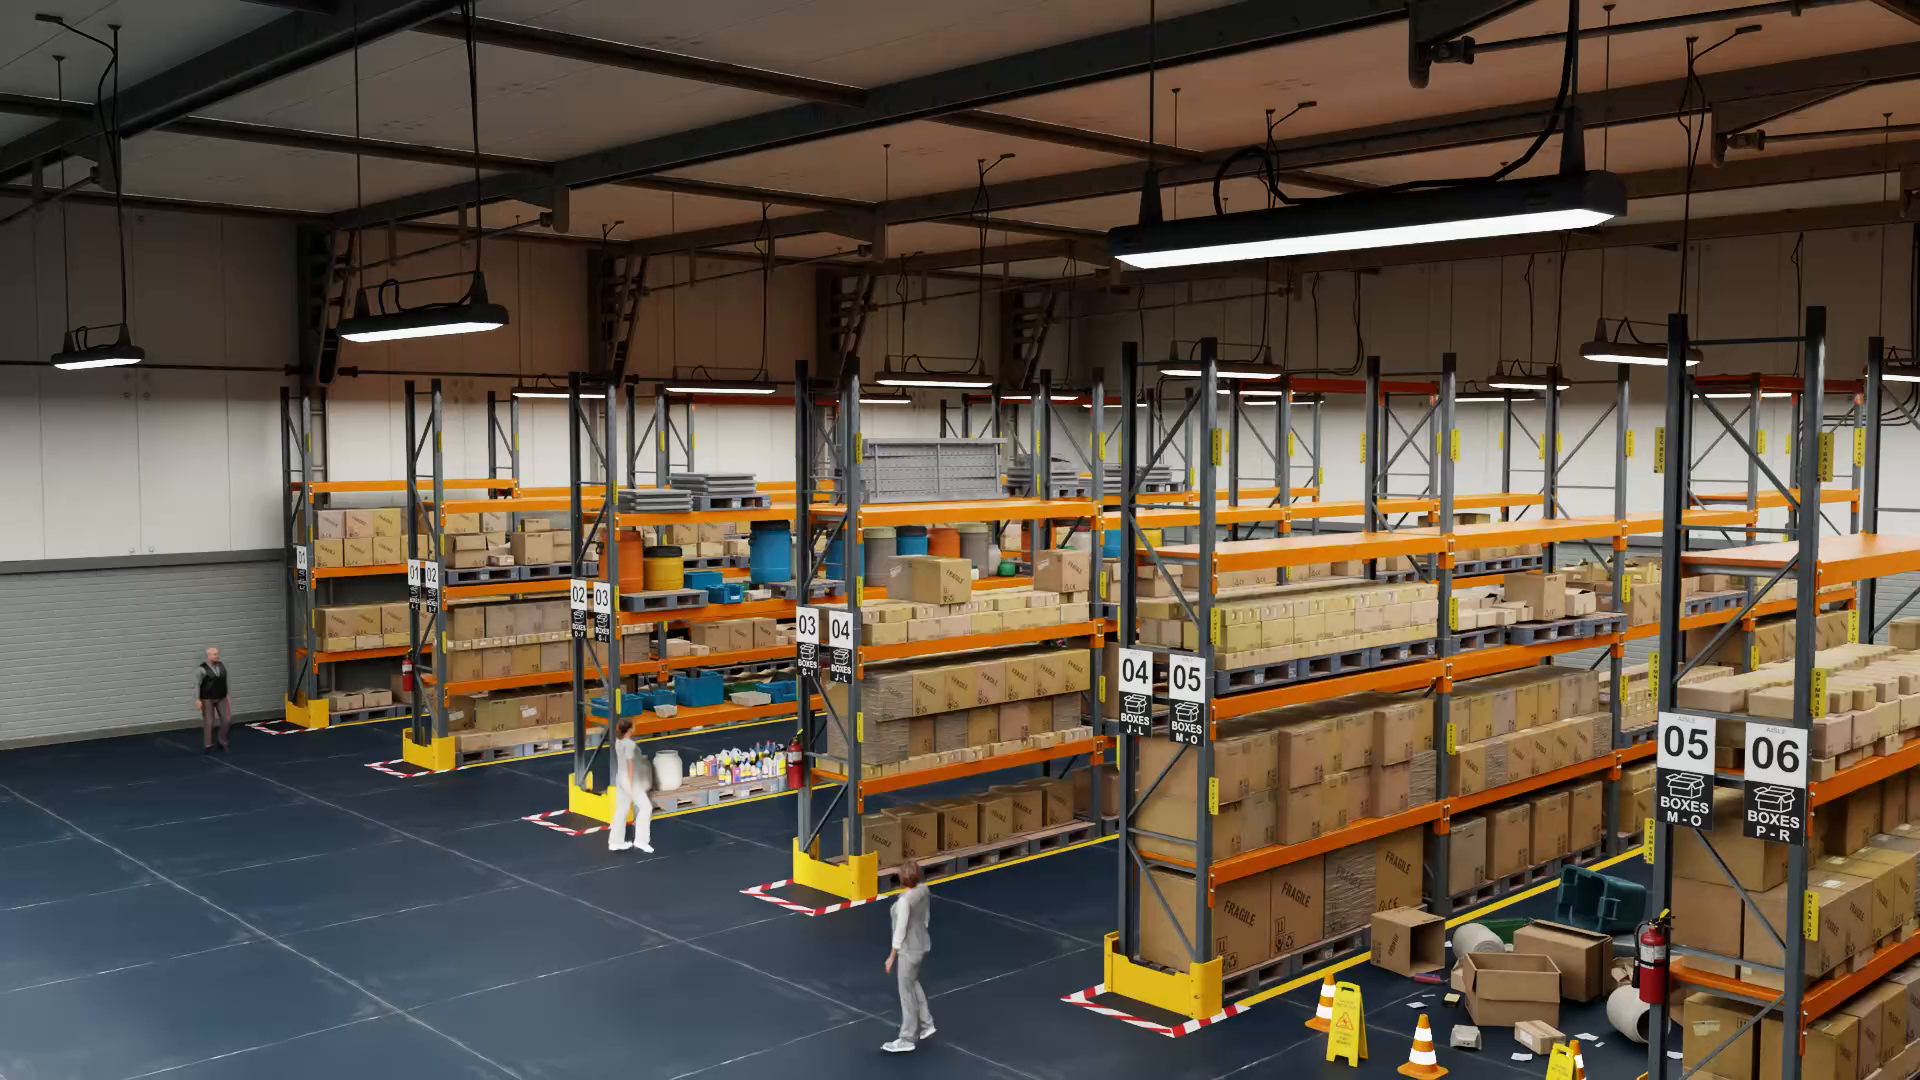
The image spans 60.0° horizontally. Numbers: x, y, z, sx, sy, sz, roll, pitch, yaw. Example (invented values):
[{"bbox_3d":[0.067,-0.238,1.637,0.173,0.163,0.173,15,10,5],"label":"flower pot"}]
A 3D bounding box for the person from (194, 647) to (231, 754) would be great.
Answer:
[{"bbox_3d":[-12.128,2.623,26.972,0.367,1.786,0.621,3,5,37],"label":"person"}]

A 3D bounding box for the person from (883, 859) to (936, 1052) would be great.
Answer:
[{"bbox_3d":[-0.414,3.487,13.983,0.365,1.580,0.523,1,4,19],"label":"person"}]

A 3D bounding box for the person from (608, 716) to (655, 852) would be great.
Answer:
[{"bbox_3d":[-4.069,3.027,20.554,0.554,1.714,0.474,-2,4,-23],"label":"person"}]
